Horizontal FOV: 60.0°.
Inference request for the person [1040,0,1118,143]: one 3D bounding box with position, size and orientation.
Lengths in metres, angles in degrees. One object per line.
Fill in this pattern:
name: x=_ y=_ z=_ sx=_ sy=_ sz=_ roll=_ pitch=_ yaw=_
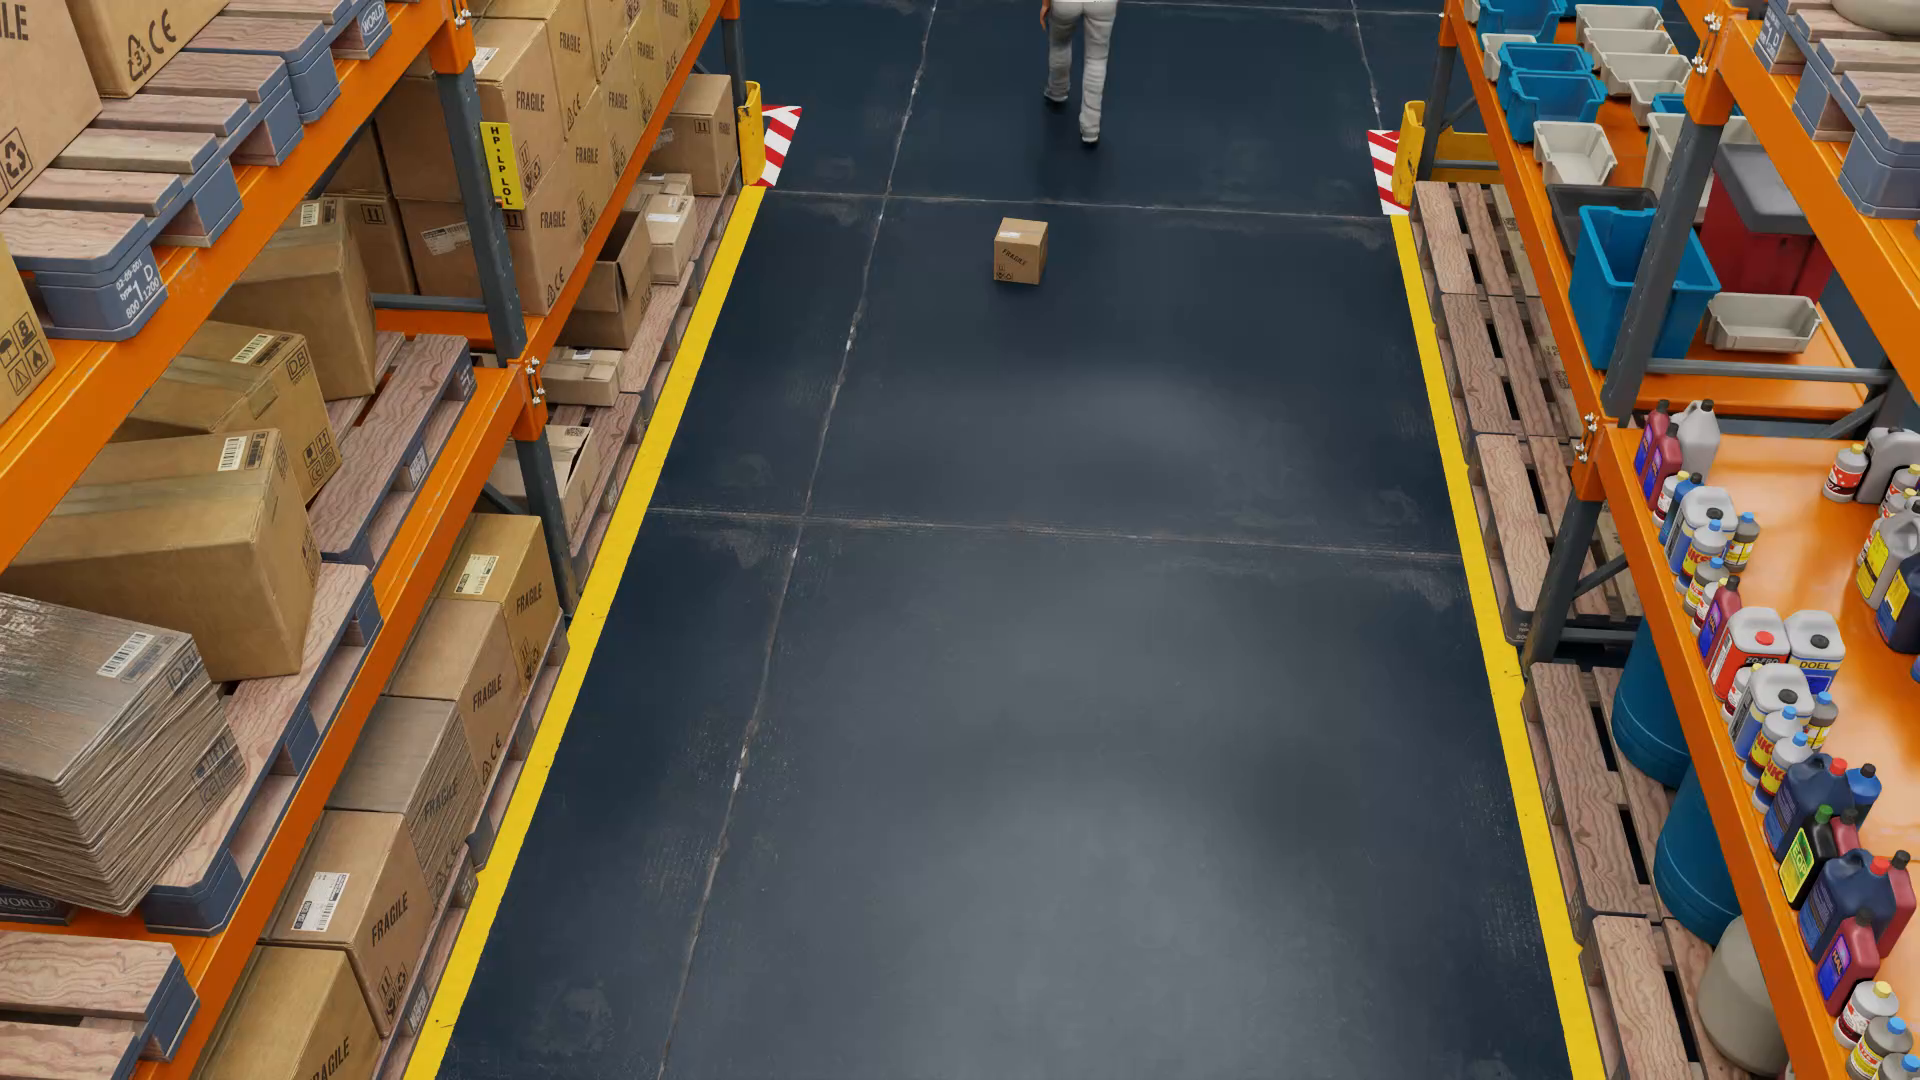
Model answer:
person: x=0.745 y=-3.309 z=10.047 sx=0.502 sy=1.648 sz=0.840 roll=3 pitch=40 yaw=4
